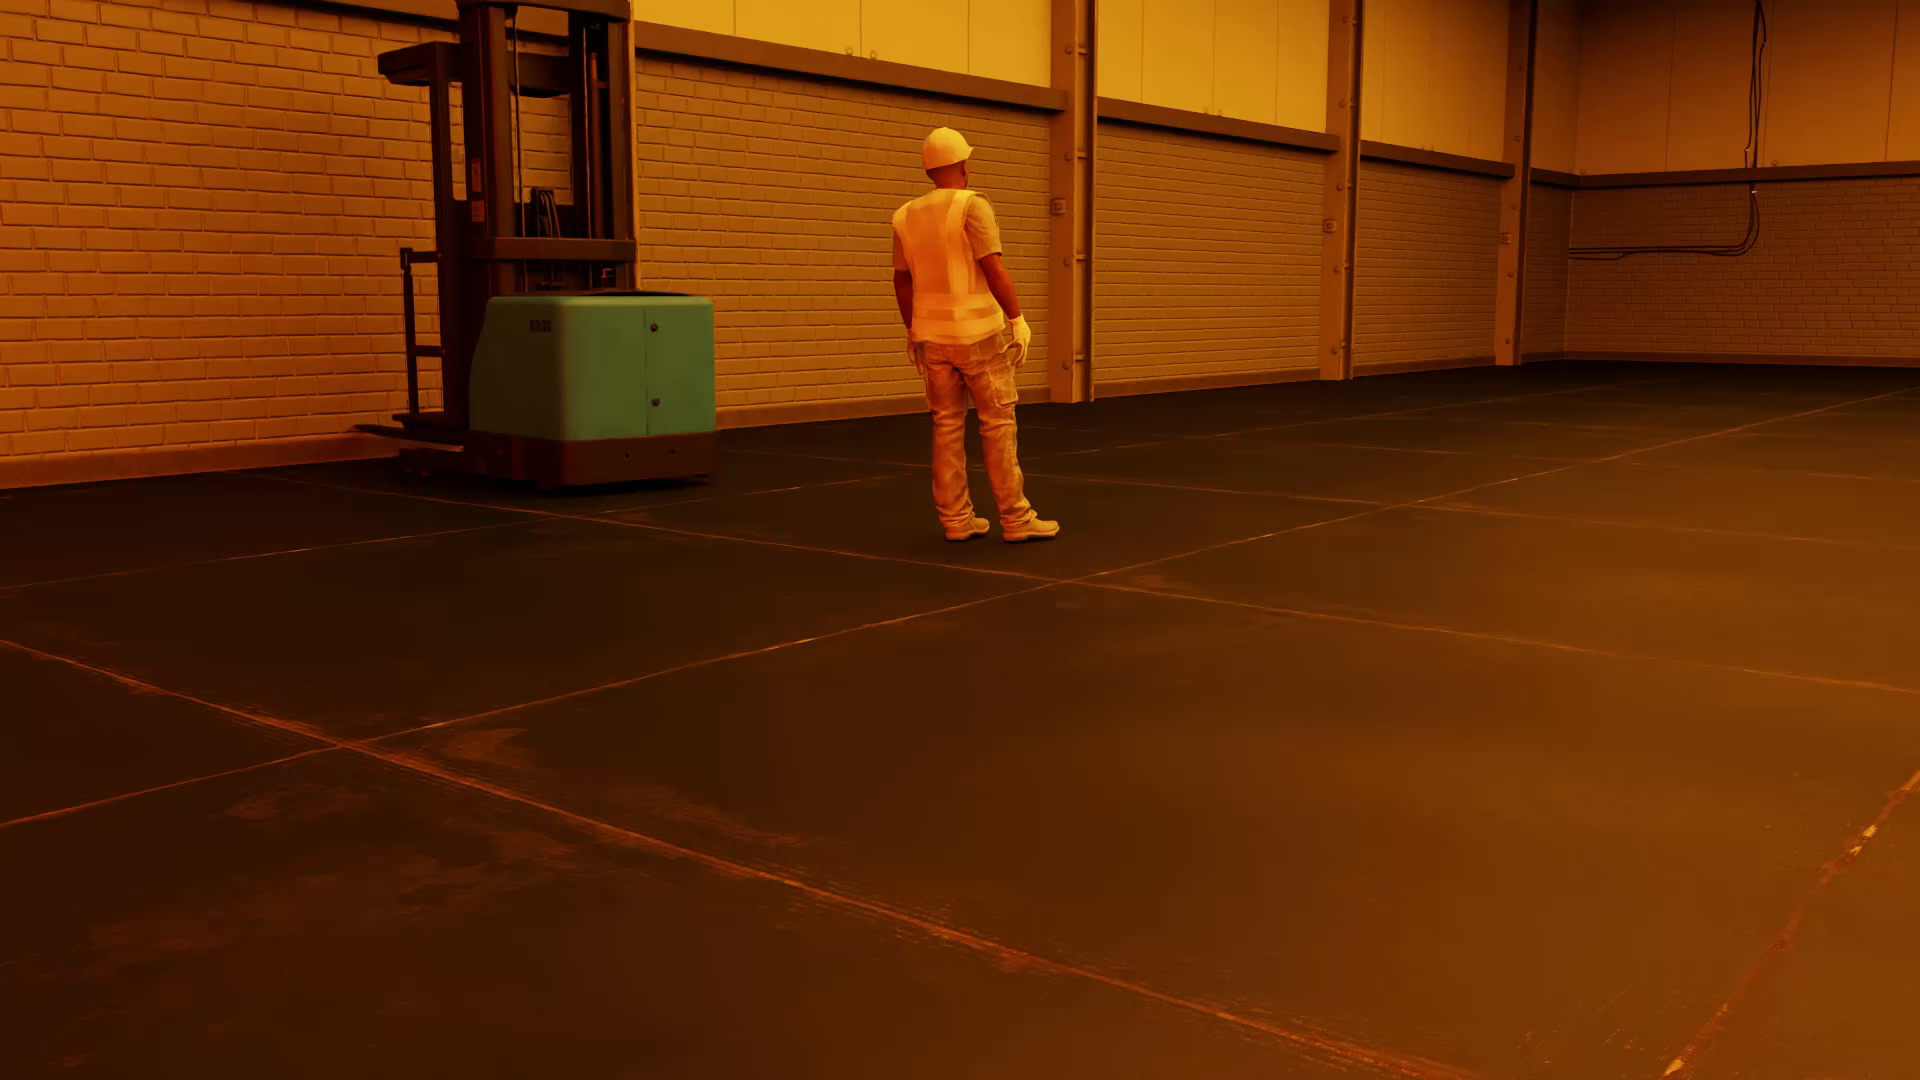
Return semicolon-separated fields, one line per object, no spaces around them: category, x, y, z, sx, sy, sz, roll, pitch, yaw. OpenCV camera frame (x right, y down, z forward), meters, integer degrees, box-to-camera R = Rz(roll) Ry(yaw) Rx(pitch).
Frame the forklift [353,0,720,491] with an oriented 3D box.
forklift;-2.770;-1.873;10.078;1.130;2.935;3.031;-8;12;-44

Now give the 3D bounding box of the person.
person;0.052;-0.896;7.326;0.656;1.784;0.575;7;11;38
